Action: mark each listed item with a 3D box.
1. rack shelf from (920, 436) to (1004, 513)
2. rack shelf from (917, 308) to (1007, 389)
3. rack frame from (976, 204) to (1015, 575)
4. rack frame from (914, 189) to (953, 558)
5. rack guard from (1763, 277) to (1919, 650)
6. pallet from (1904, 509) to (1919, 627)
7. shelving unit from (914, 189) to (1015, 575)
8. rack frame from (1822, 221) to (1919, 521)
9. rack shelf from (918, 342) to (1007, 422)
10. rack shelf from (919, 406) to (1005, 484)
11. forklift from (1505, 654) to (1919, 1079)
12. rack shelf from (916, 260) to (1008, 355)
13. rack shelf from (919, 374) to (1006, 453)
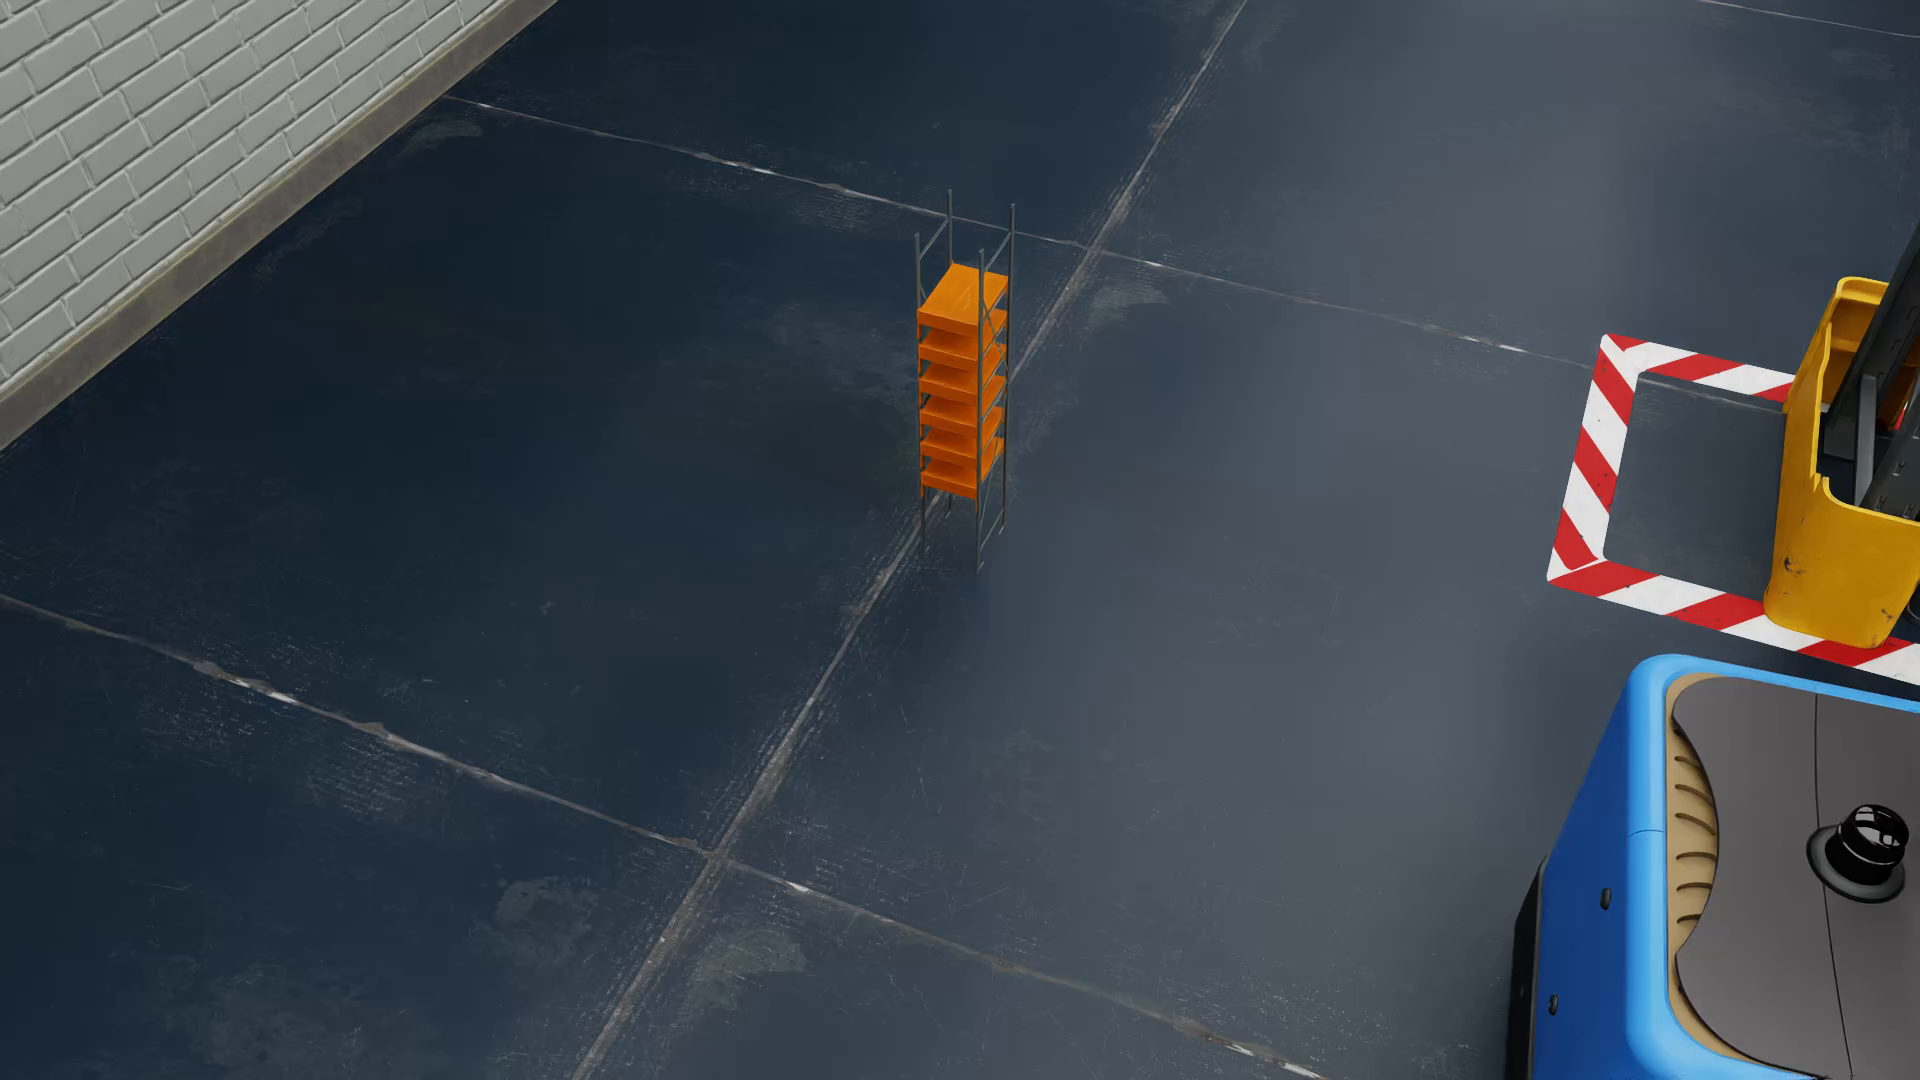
[{"bbox_3d":[0.013,-0.220,5.023,0.180,0.103,0.258,16,47,16],"label":"rack shelf"},{"bbox_3d":[0.013,-0.560,4.685,0.180,0.103,0.258,16,47,16],"label":"rack shelf"},{"bbox_3d":[0.098,-0.397,4.798,0.006,1.200,0.240,16,47,16],"label":"rack frame"},{"bbox_3d":[-0.071,-0.446,4.848,0.006,1.200,0.240,16,47,16],"label":"rack frame"},{"bbox_3d":[2.795,-0.265,5.162,0.348,0.500,1.175,16,47,16],"label":"rack guard"},{"bbox_3d":[3.586,0.010,5.091,1.213,0.211,1.003,16,47,16],"label":"pallet"},{"bbox_3d":[0.013,-0.421,4.823,0.189,1.200,0.258,16,47,16],"label":"shelving unit"},{"bbox_3d":[2.818,-1.145,4.274,0.127,3.000,1.000,16,47,16],"label":"rack frame"},{"bbox_3d":[0.013,-0.475,4.770,0.180,0.103,0.258,16,47,16],"label":"rack shelf"},{"bbox_3d":[0.013,-0.305,4.939,0.180,0.103,0.258,16,47,16],"label":"rack shelf"},{"bbox_3d":[2.729,0.566,2.604,3.031,2.935,1.130,12,46,11],"label":"forklift"},{"bbox_3d":[0.013,-0.645,4.600,0.180,0.103,0.258,16,47,16],"label":"rack shelf"},{"bbox_3d":[0.013,-0.390,4.854,0.180,0.103,0.258,16,47,16],"label":"rack shelf"}]
